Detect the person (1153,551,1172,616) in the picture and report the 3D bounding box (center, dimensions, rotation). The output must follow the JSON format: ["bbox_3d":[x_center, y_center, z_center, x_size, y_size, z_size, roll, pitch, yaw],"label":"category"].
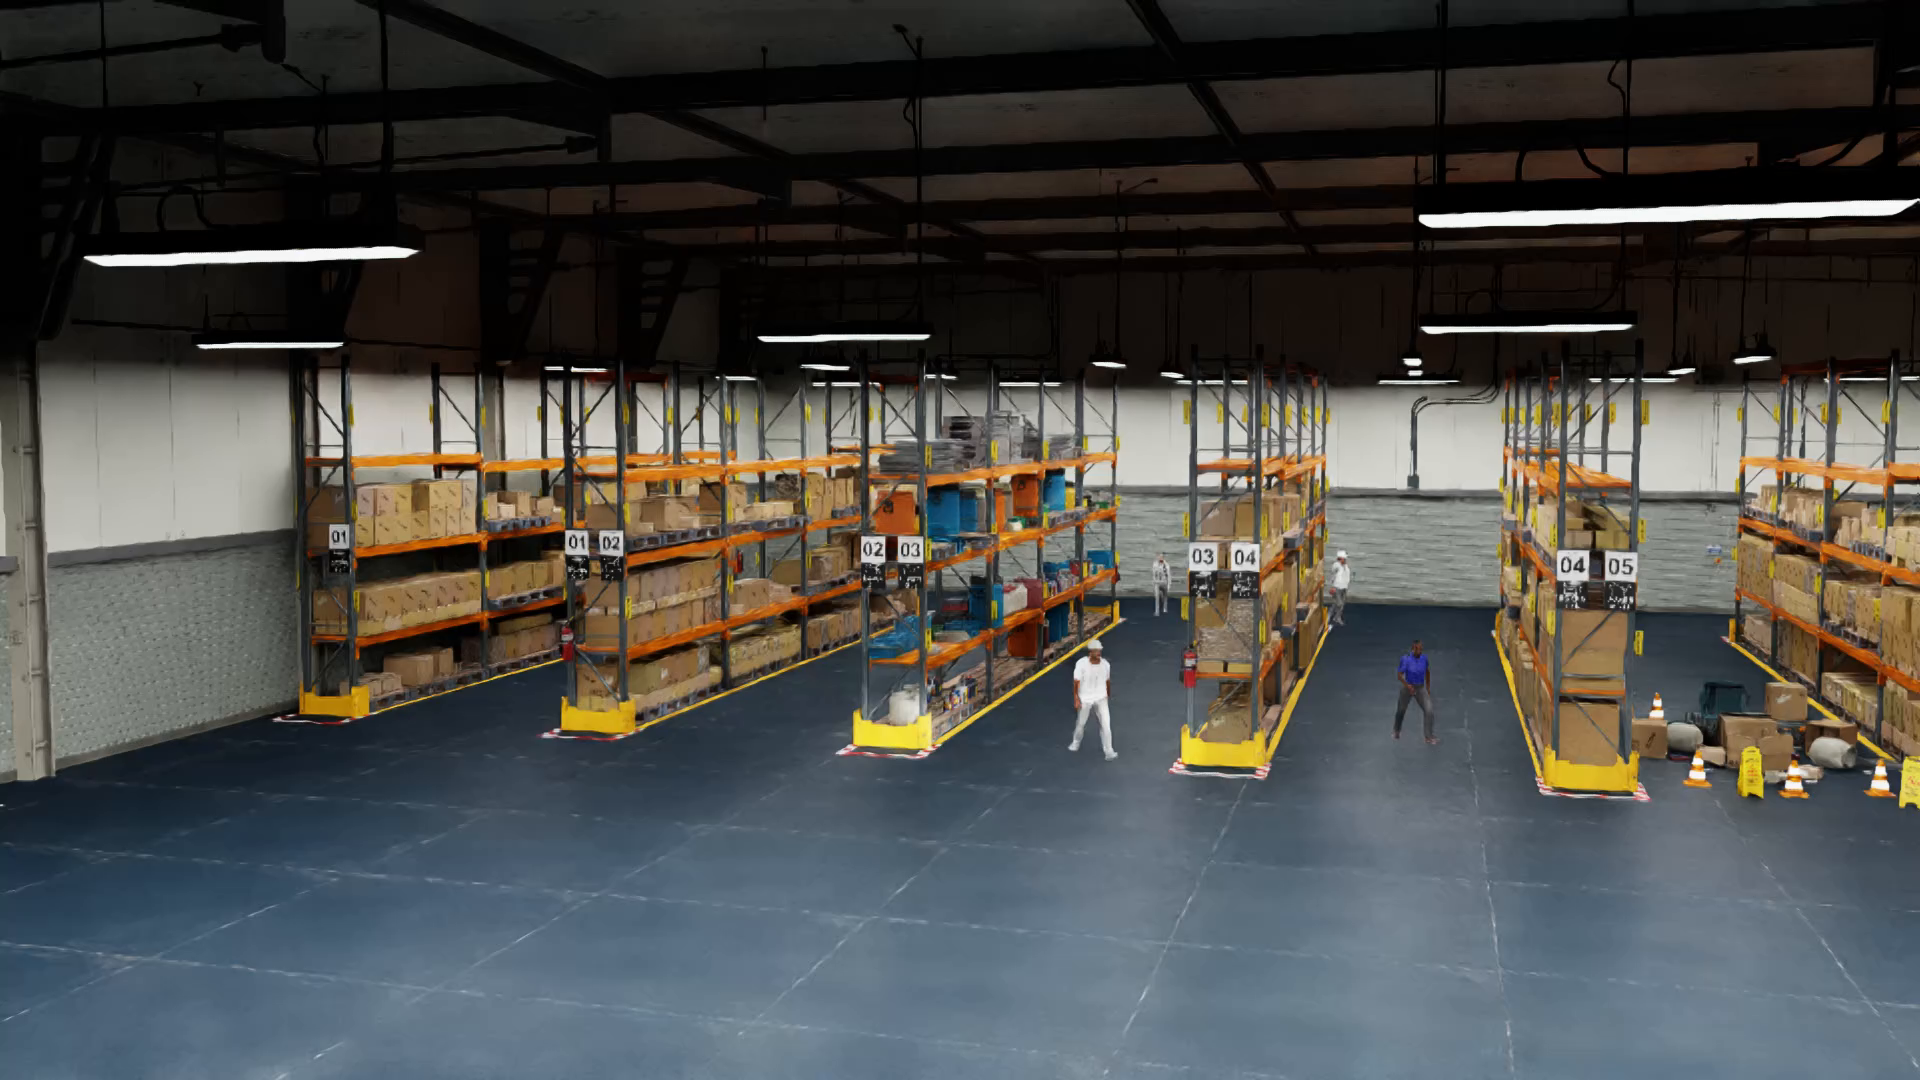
[{"bbox_3d":[5.059,1.063,41.606,0.502,1.625,0.997,1,4,15],"label":"person"}]

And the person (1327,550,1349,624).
[{"bbox_3d":[9.077,1.127,39.979,0.586,1.771,0.514,-3,5,-38],"label":"person"}]

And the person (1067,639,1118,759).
[{"bbox_3d":[1.930,2.312,24.363,0.596,1.739,0.939,-1,4,-10],"label":"person"}]

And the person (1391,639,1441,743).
[{"bbox_3d":[6.977,2.294,25.512,0.621,1.574,0.828,0,4,-1],"label":"person"}]
